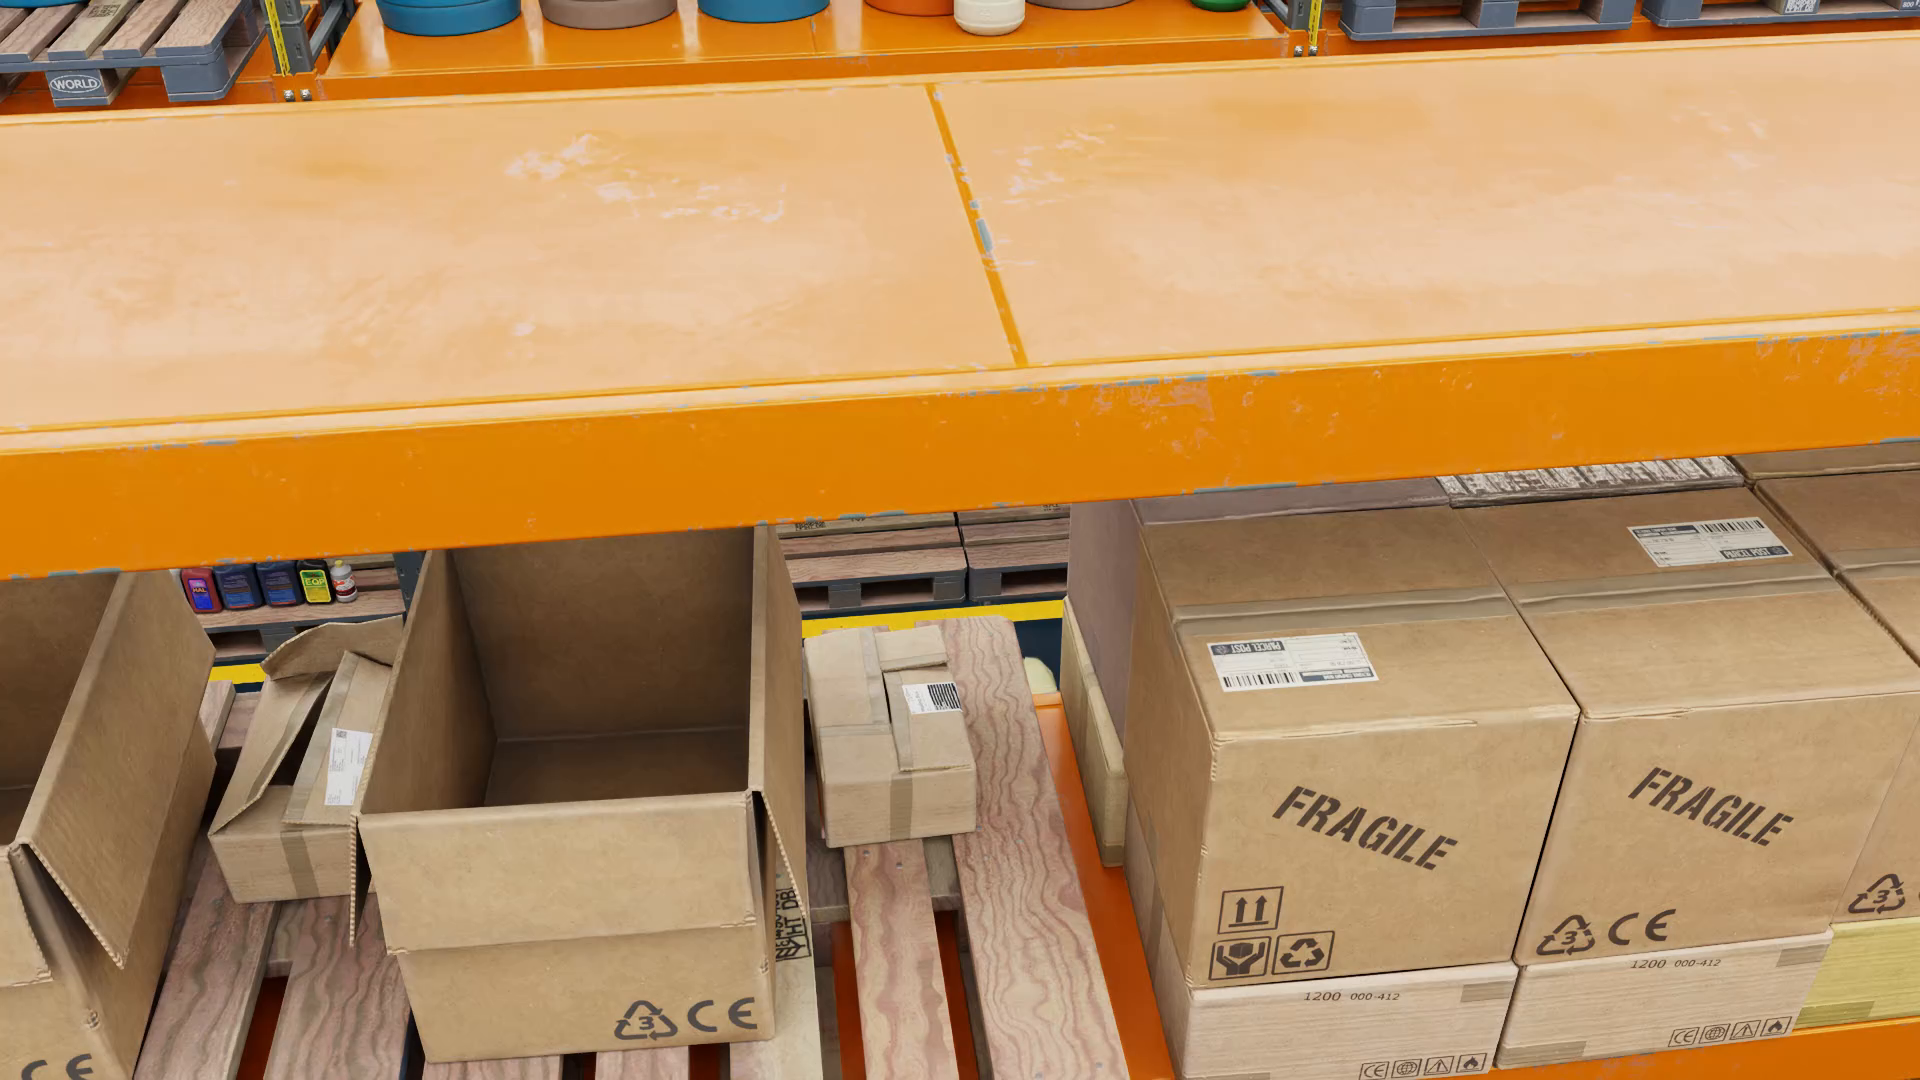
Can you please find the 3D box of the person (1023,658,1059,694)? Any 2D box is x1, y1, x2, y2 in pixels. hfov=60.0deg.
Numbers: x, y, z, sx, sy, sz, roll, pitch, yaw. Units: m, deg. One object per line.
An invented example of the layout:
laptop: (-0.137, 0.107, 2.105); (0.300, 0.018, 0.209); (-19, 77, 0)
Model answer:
person: (0.247, 1.002, 6.293); (0.415, 1.158, 0.865); (-5, 35, -8)
